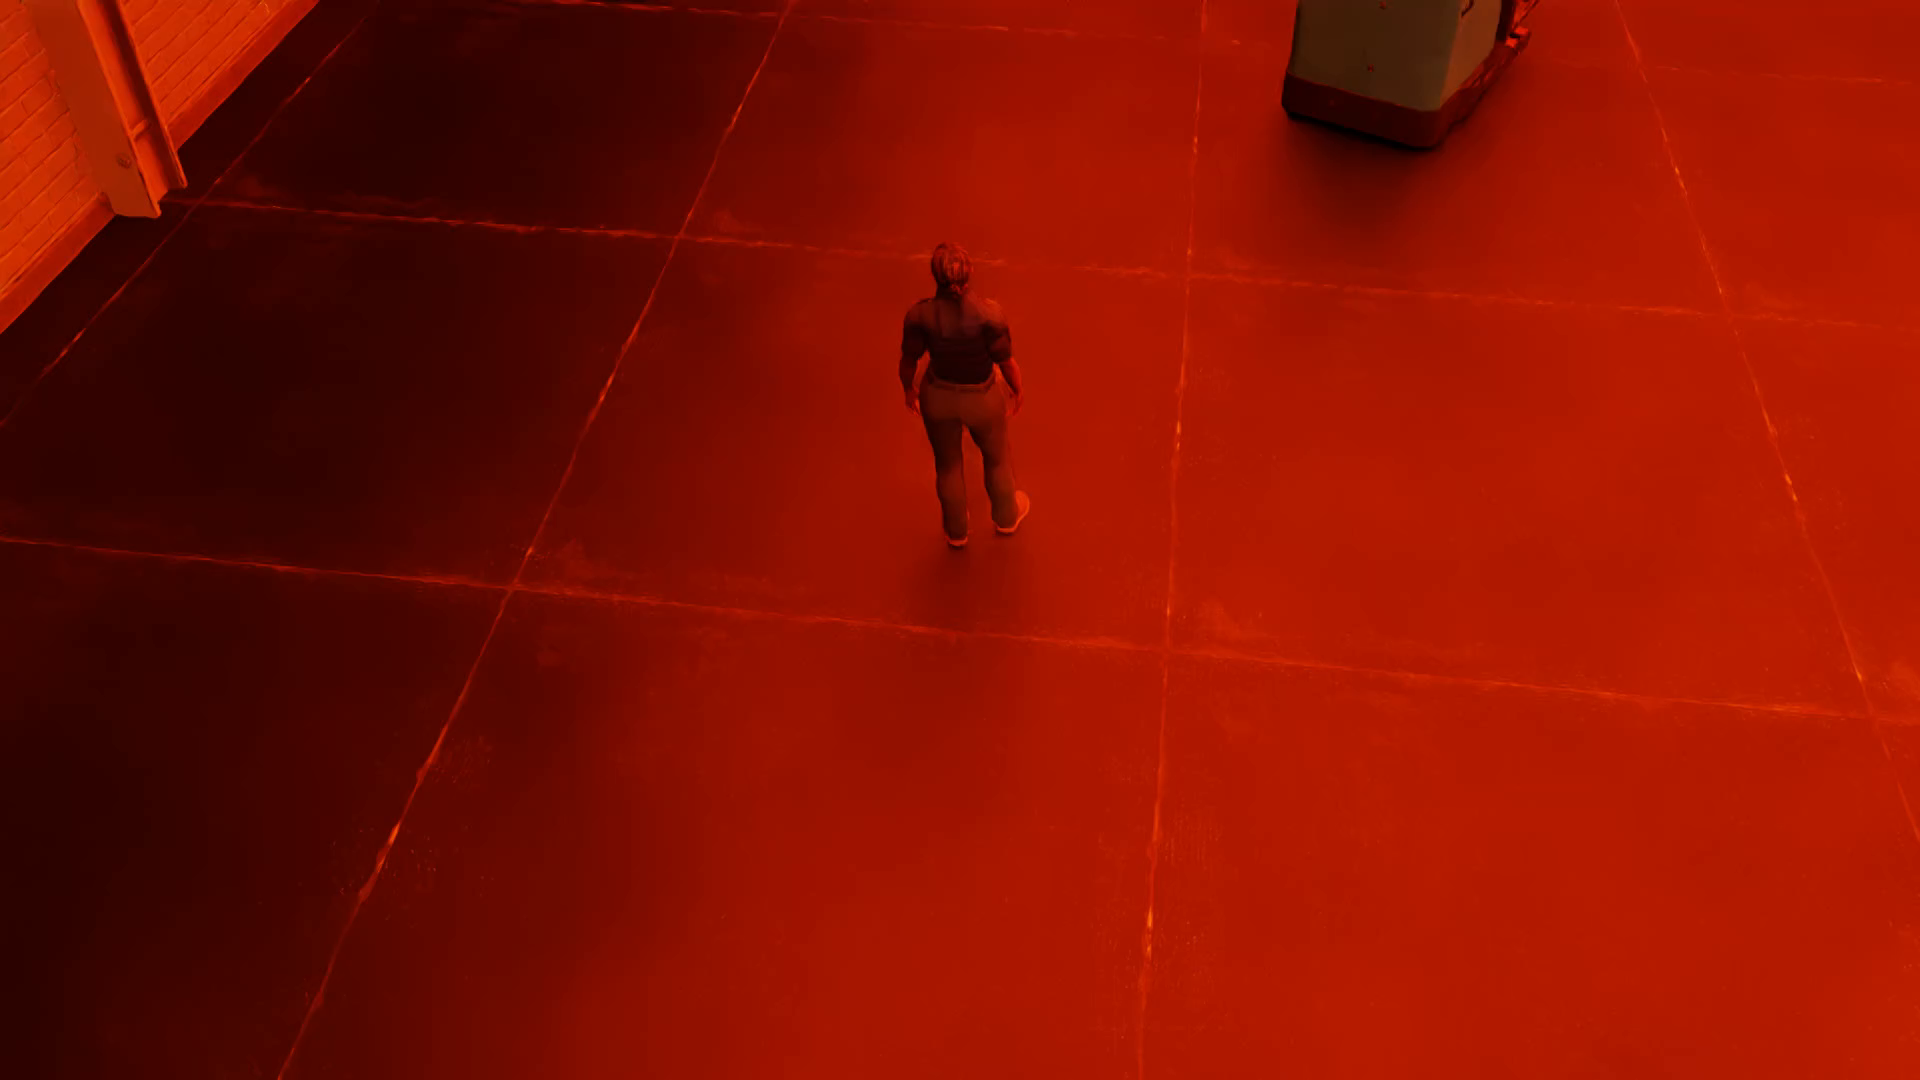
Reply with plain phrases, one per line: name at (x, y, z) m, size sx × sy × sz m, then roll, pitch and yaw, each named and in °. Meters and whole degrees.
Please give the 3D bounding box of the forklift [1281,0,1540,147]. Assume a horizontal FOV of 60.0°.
forklift at (3.321, -4.530, 10.655) m, size 1.130 × 2.935 × 3.031 m, roll 23°, pitch 47°, yaw 23°

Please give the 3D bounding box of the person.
person at (0.031, -0.672, 7.388) m, size 0.570 × 1.654 × 0.503 m, roll 5°, pitch 43°, yaw 6°
